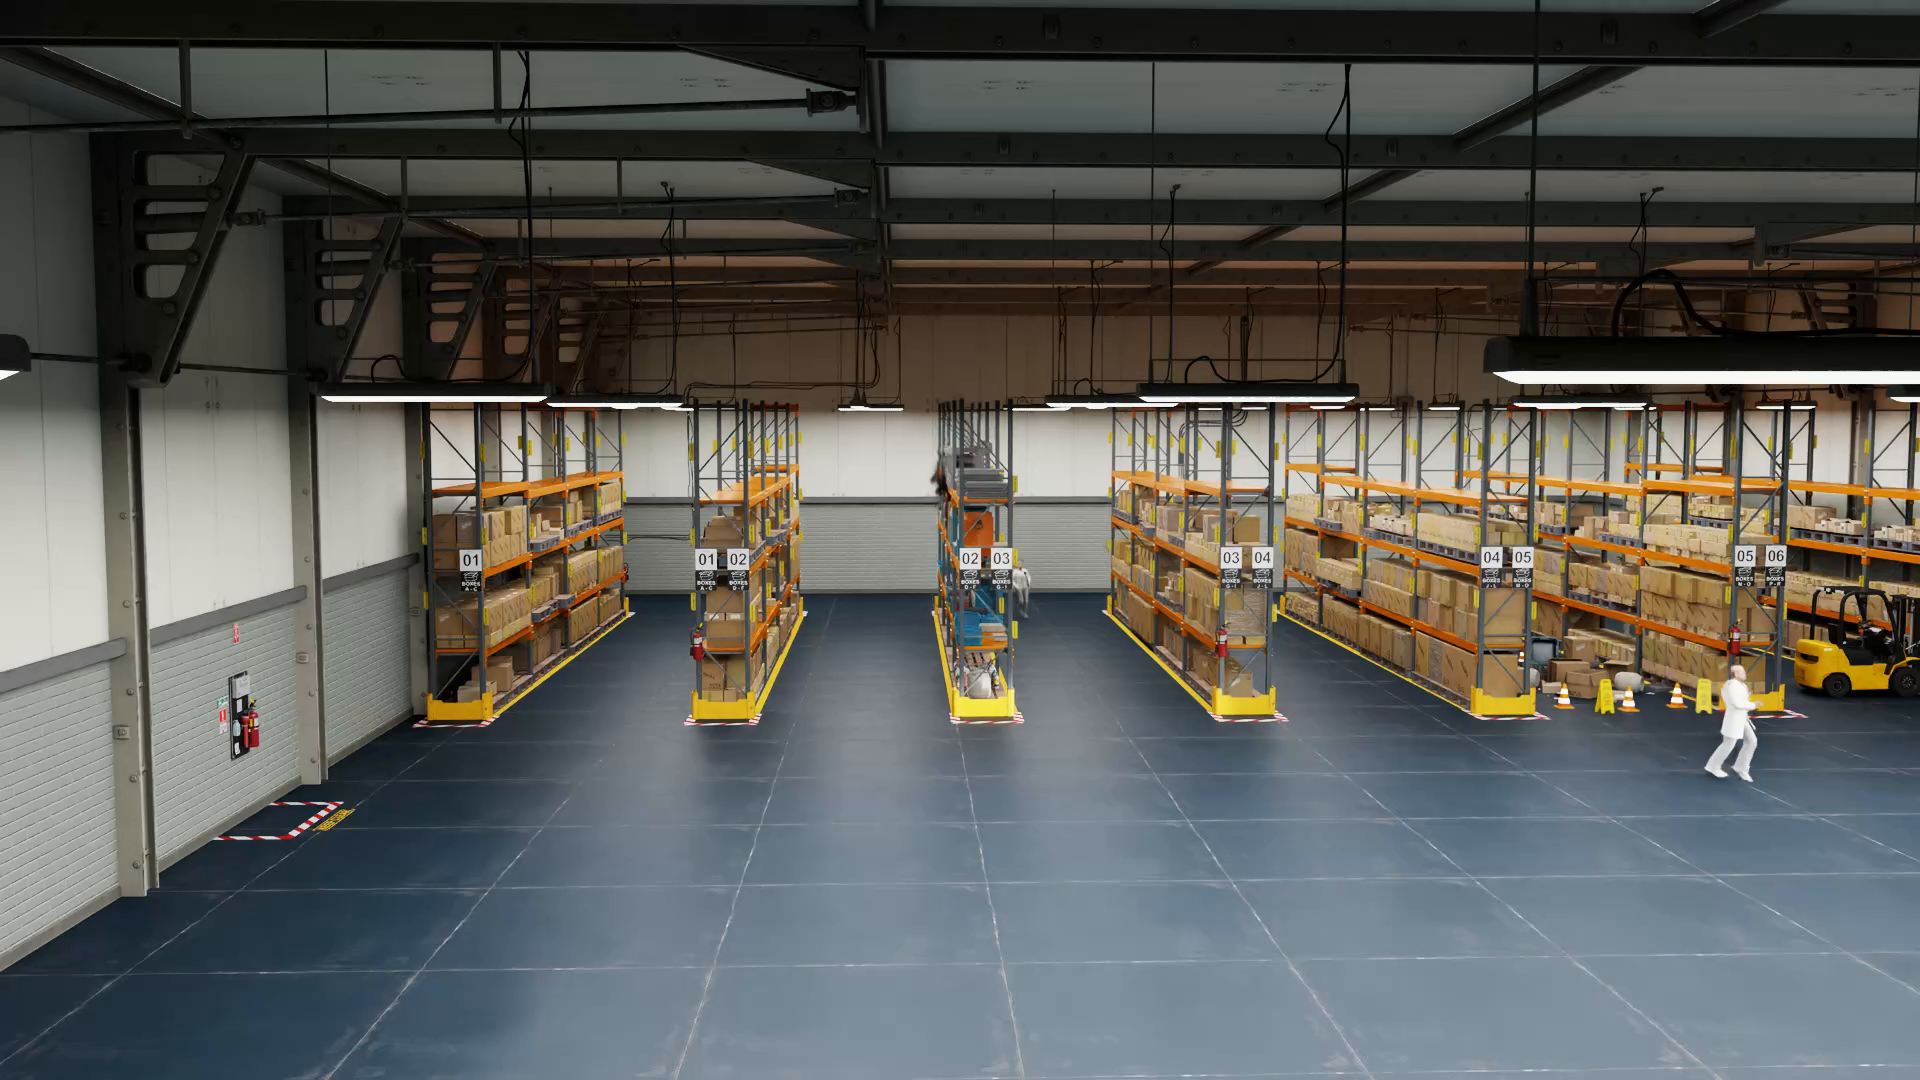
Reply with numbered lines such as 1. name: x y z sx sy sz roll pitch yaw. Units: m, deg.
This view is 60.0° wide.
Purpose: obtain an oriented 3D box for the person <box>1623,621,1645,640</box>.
1. person: 16.779 1.689 41.360 0.704 1.849 0.798 0 4 -4

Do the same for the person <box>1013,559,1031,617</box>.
1. person: 1.727 1.361 46.652 0.632 1.650 0.558 -1 5 -17

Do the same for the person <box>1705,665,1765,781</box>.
1. person: 12.099 2.871 25.948 0.840 1.856 0.709 3 6 38
